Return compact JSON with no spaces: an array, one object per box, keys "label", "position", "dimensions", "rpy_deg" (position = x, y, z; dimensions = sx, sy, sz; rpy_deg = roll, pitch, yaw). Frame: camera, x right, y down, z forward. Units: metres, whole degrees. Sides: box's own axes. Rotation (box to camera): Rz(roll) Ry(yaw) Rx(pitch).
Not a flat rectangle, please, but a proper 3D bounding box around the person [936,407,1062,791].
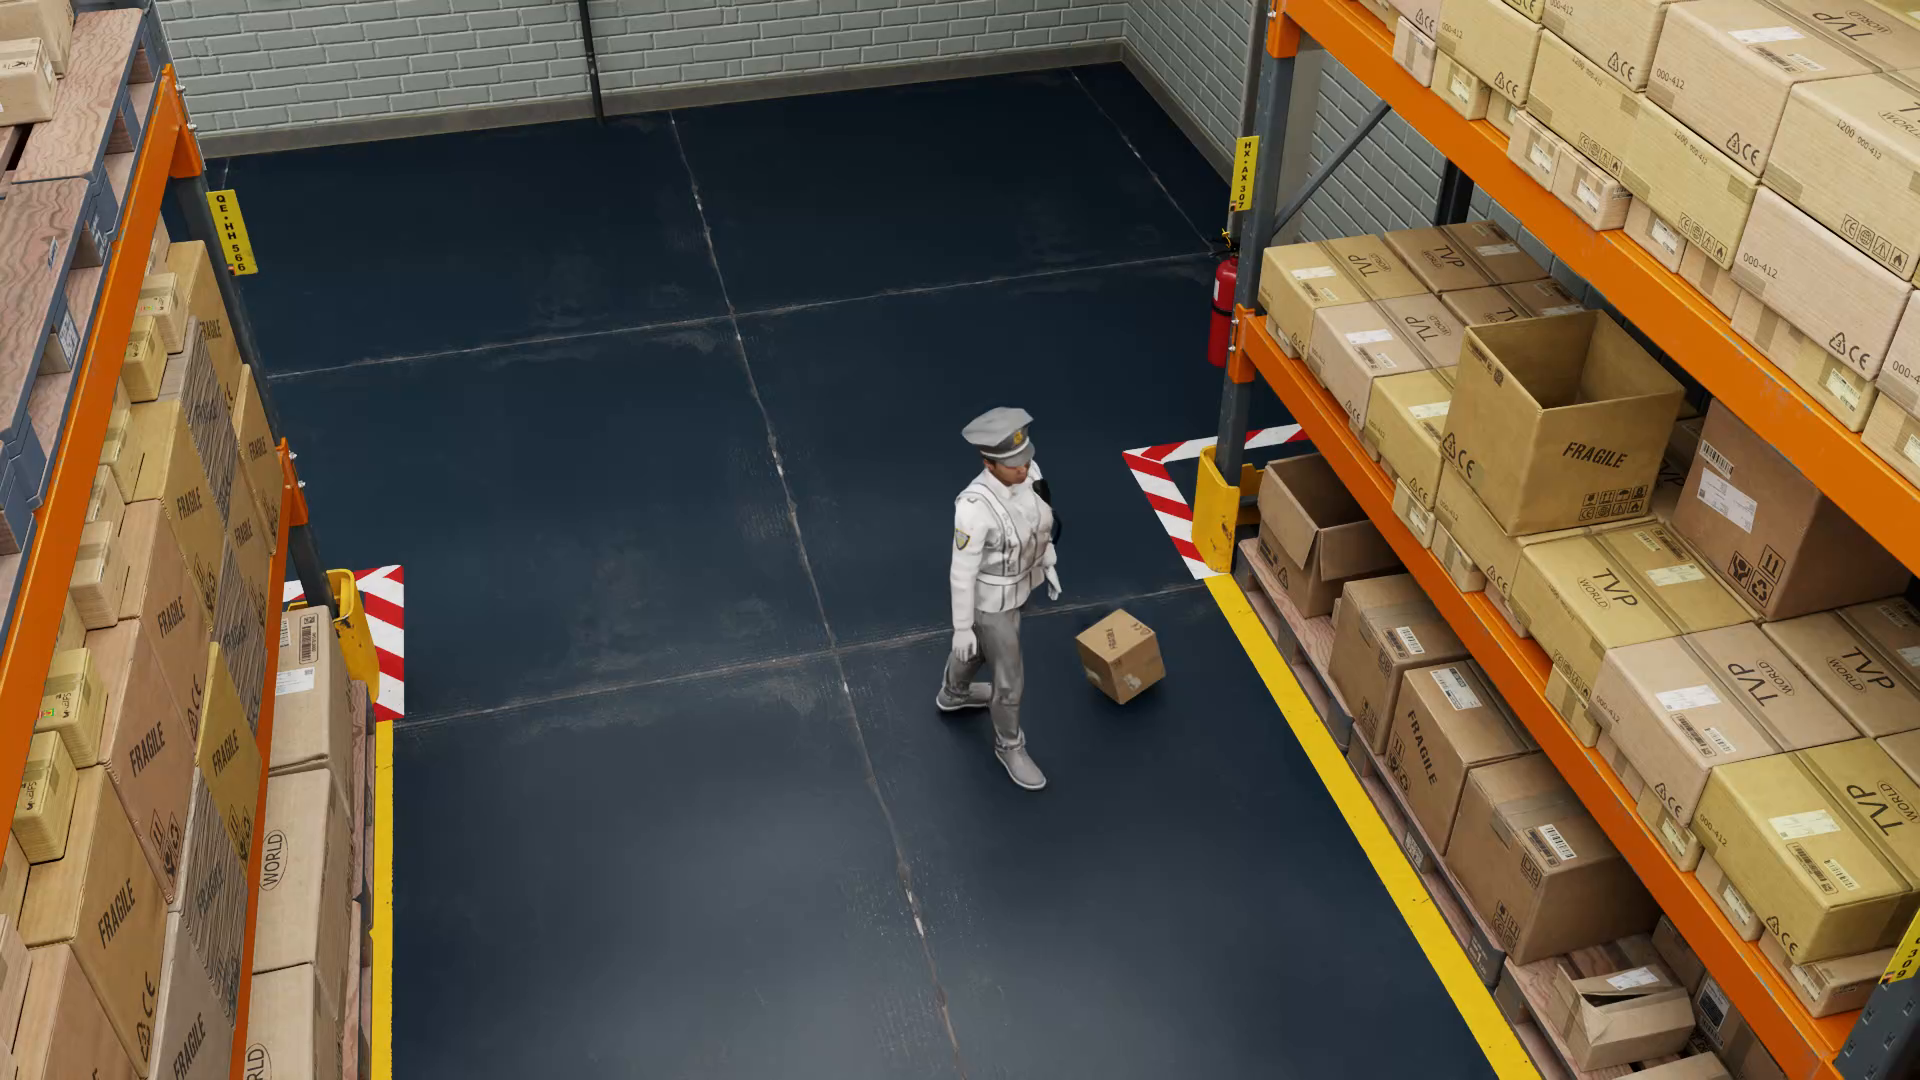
[{"label":"person","position":[0.135,0.199,6.454],"dimensions":[0.621,1.671,0.565],"rpy_deg":[20,43,23]}]
